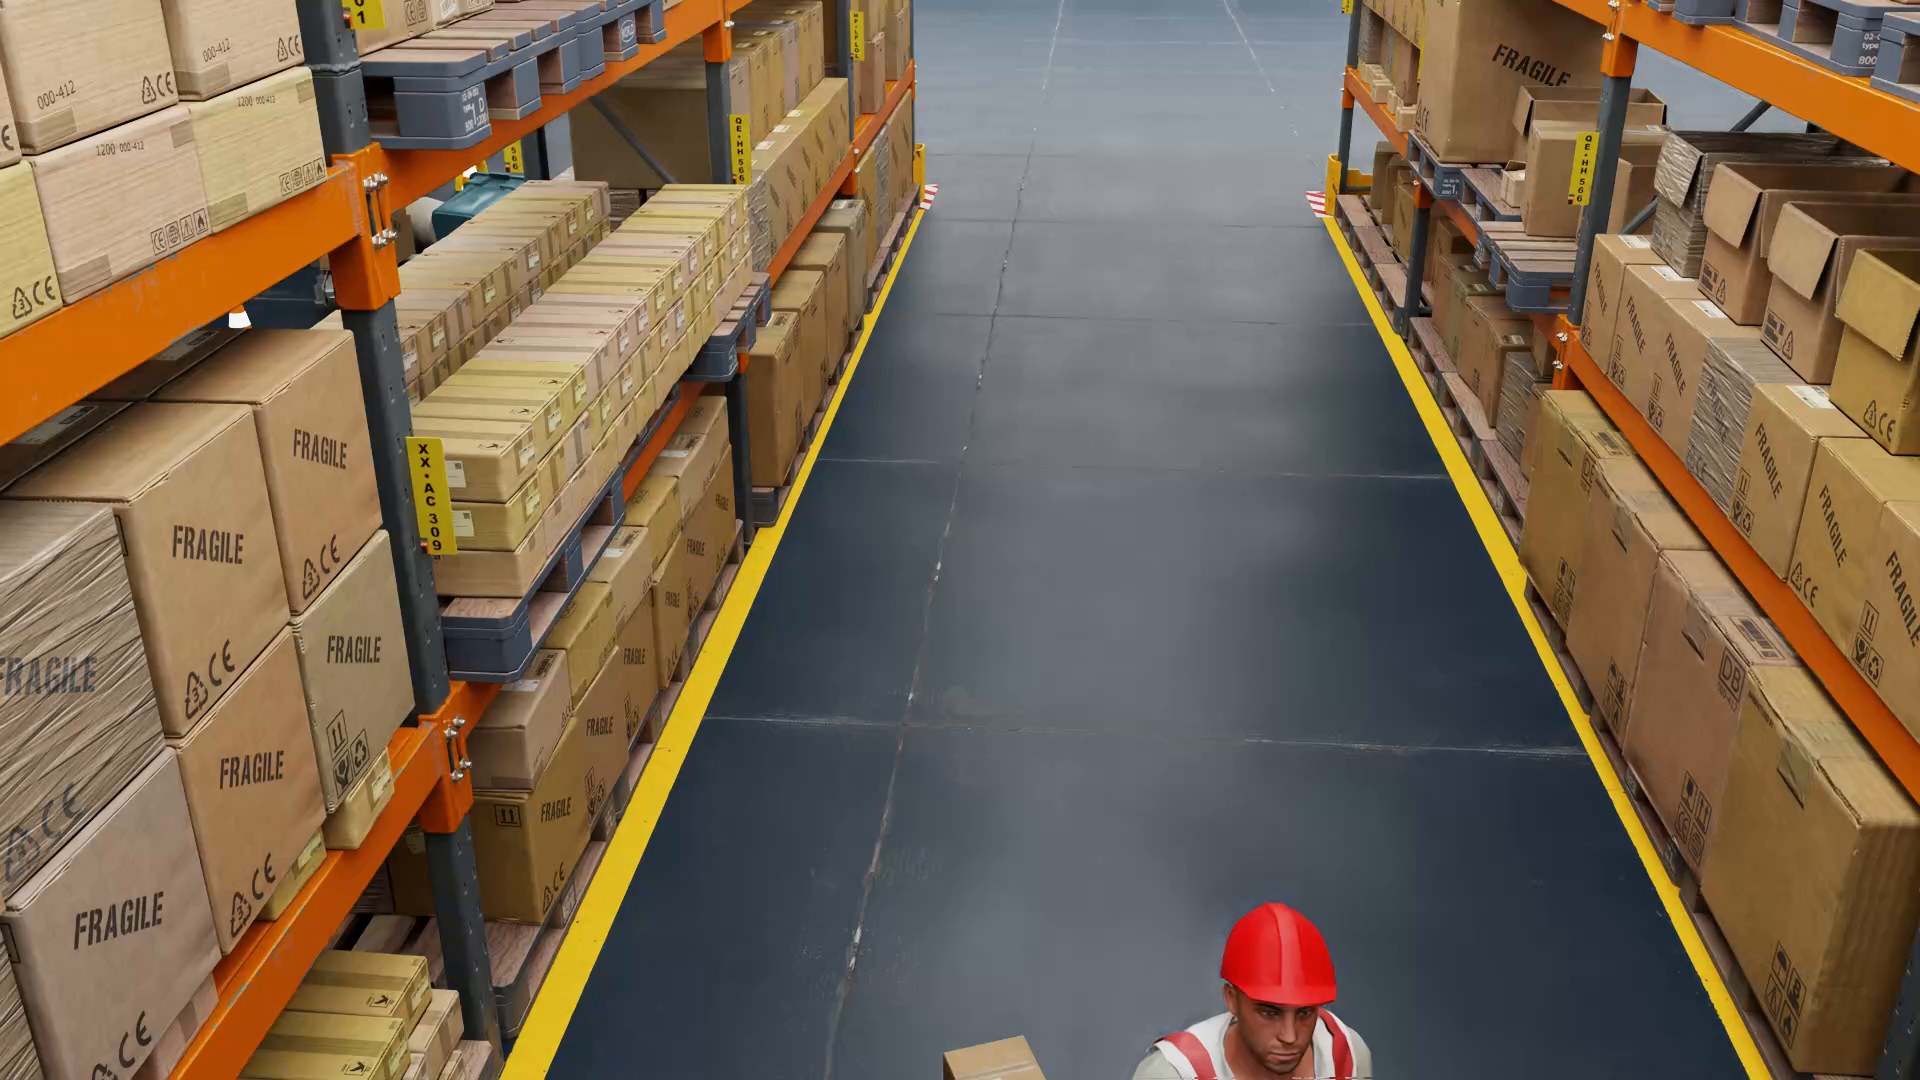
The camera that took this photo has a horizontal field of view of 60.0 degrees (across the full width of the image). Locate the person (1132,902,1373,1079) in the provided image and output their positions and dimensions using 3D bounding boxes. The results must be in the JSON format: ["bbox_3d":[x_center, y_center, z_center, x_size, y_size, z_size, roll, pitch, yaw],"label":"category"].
[{"bbox_3d":[0.540,1.458,3.355,0.582,1.750,1.026,-4,25,-9],"label":"person"}]
